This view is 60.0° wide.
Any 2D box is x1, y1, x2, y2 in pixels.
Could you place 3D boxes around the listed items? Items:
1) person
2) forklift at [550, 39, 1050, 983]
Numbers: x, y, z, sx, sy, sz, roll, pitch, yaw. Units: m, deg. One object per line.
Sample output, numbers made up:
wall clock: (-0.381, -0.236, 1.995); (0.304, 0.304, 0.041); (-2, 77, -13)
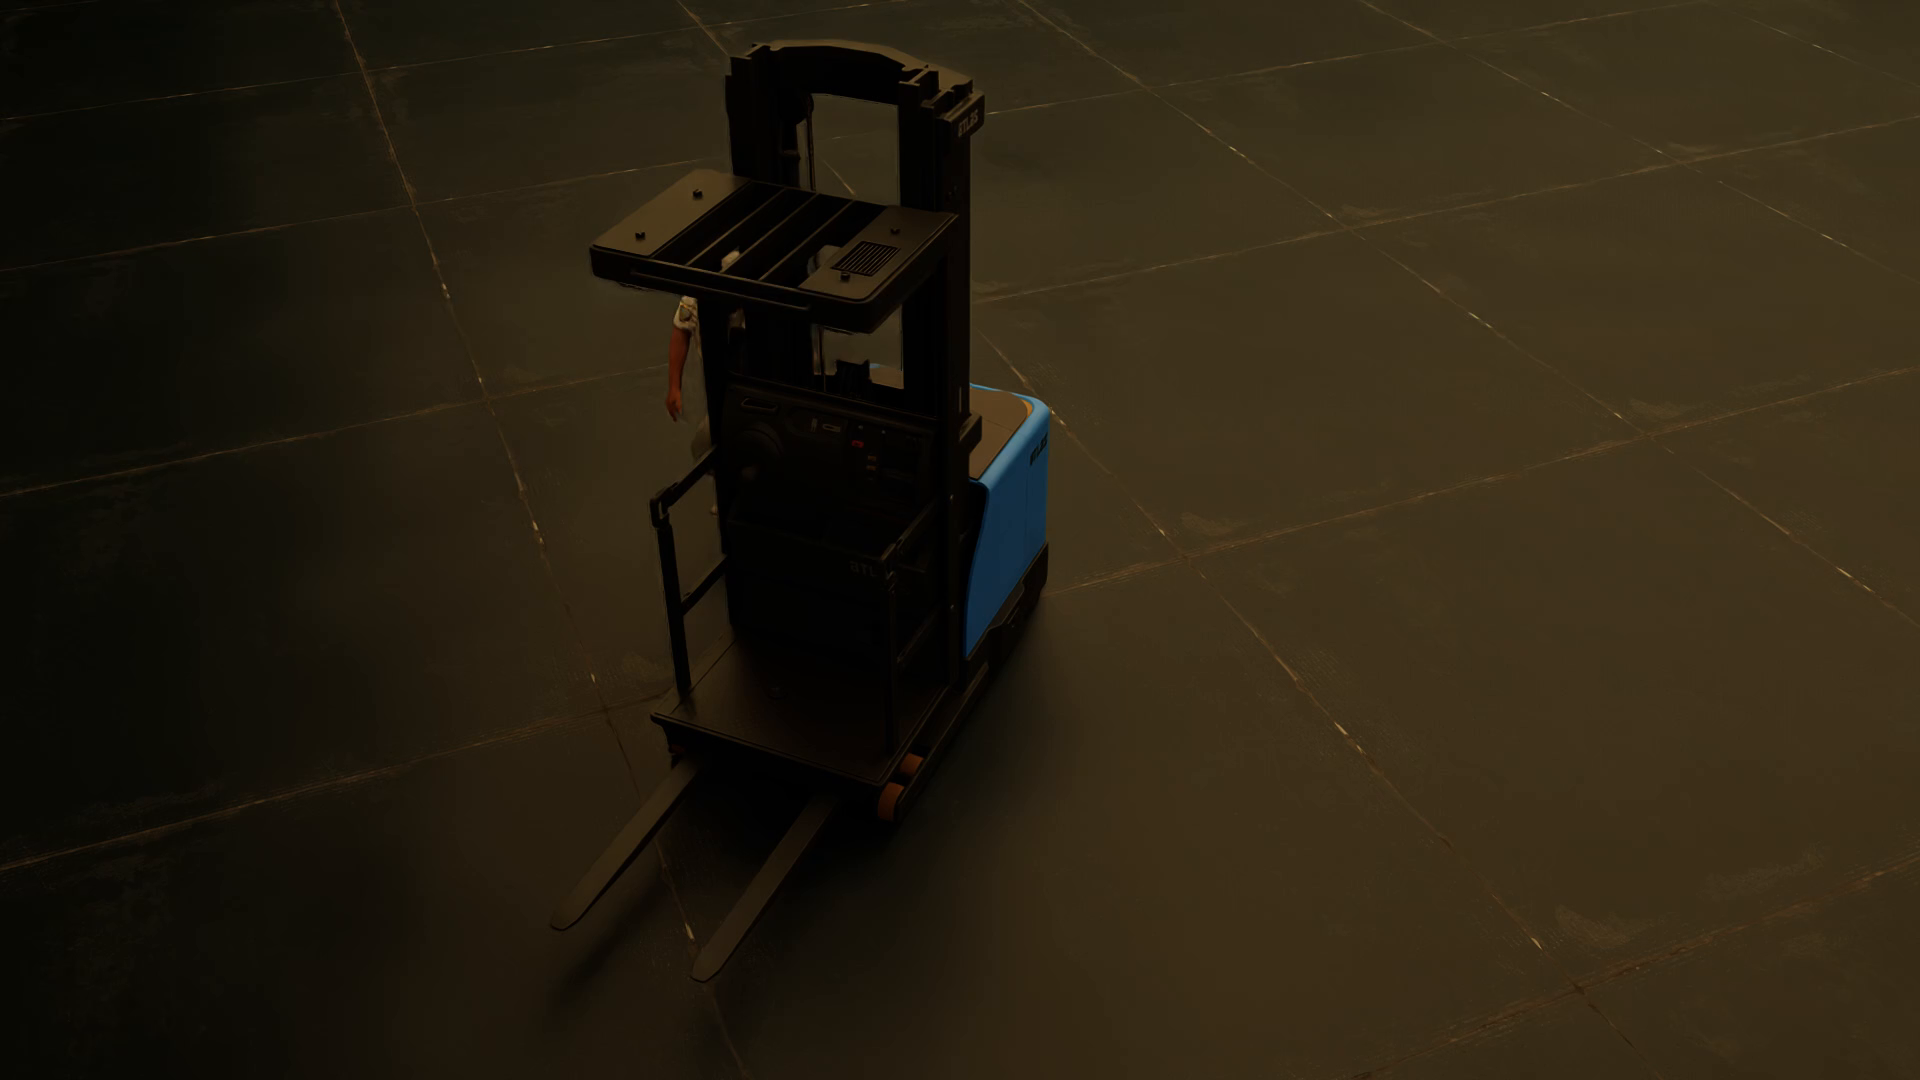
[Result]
person: (-1.052, -0.785, 8.458); (0.830, 1.531, 0.654); (-19, 40, -24)
forklift: (-0.622, -0.297, 6.516); (1.130, 2.935, 3.031); (14, 38, 19)
